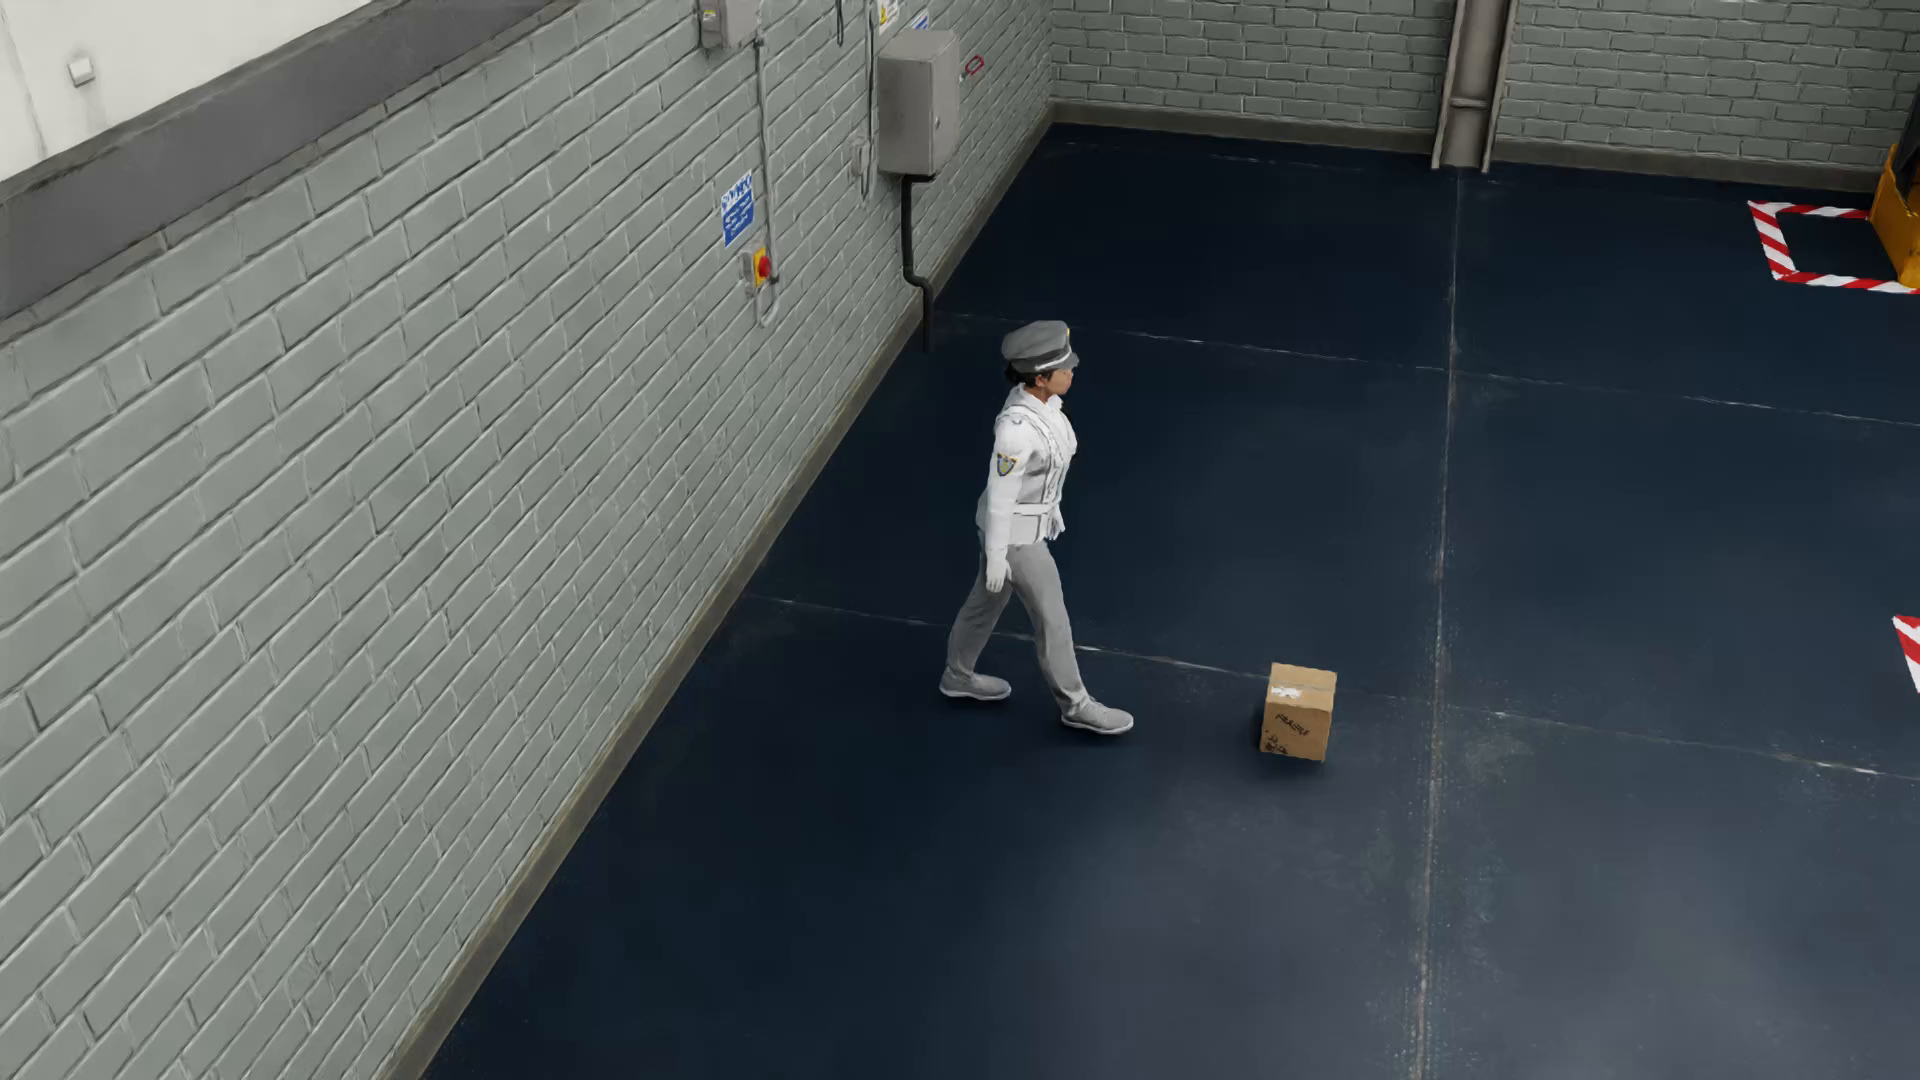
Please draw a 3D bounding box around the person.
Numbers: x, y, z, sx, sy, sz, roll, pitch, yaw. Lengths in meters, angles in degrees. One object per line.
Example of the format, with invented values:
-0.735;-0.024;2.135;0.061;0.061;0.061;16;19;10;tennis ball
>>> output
0.307;-0.056;6.189;0.786;1.643;0.502;5;33;7;person
